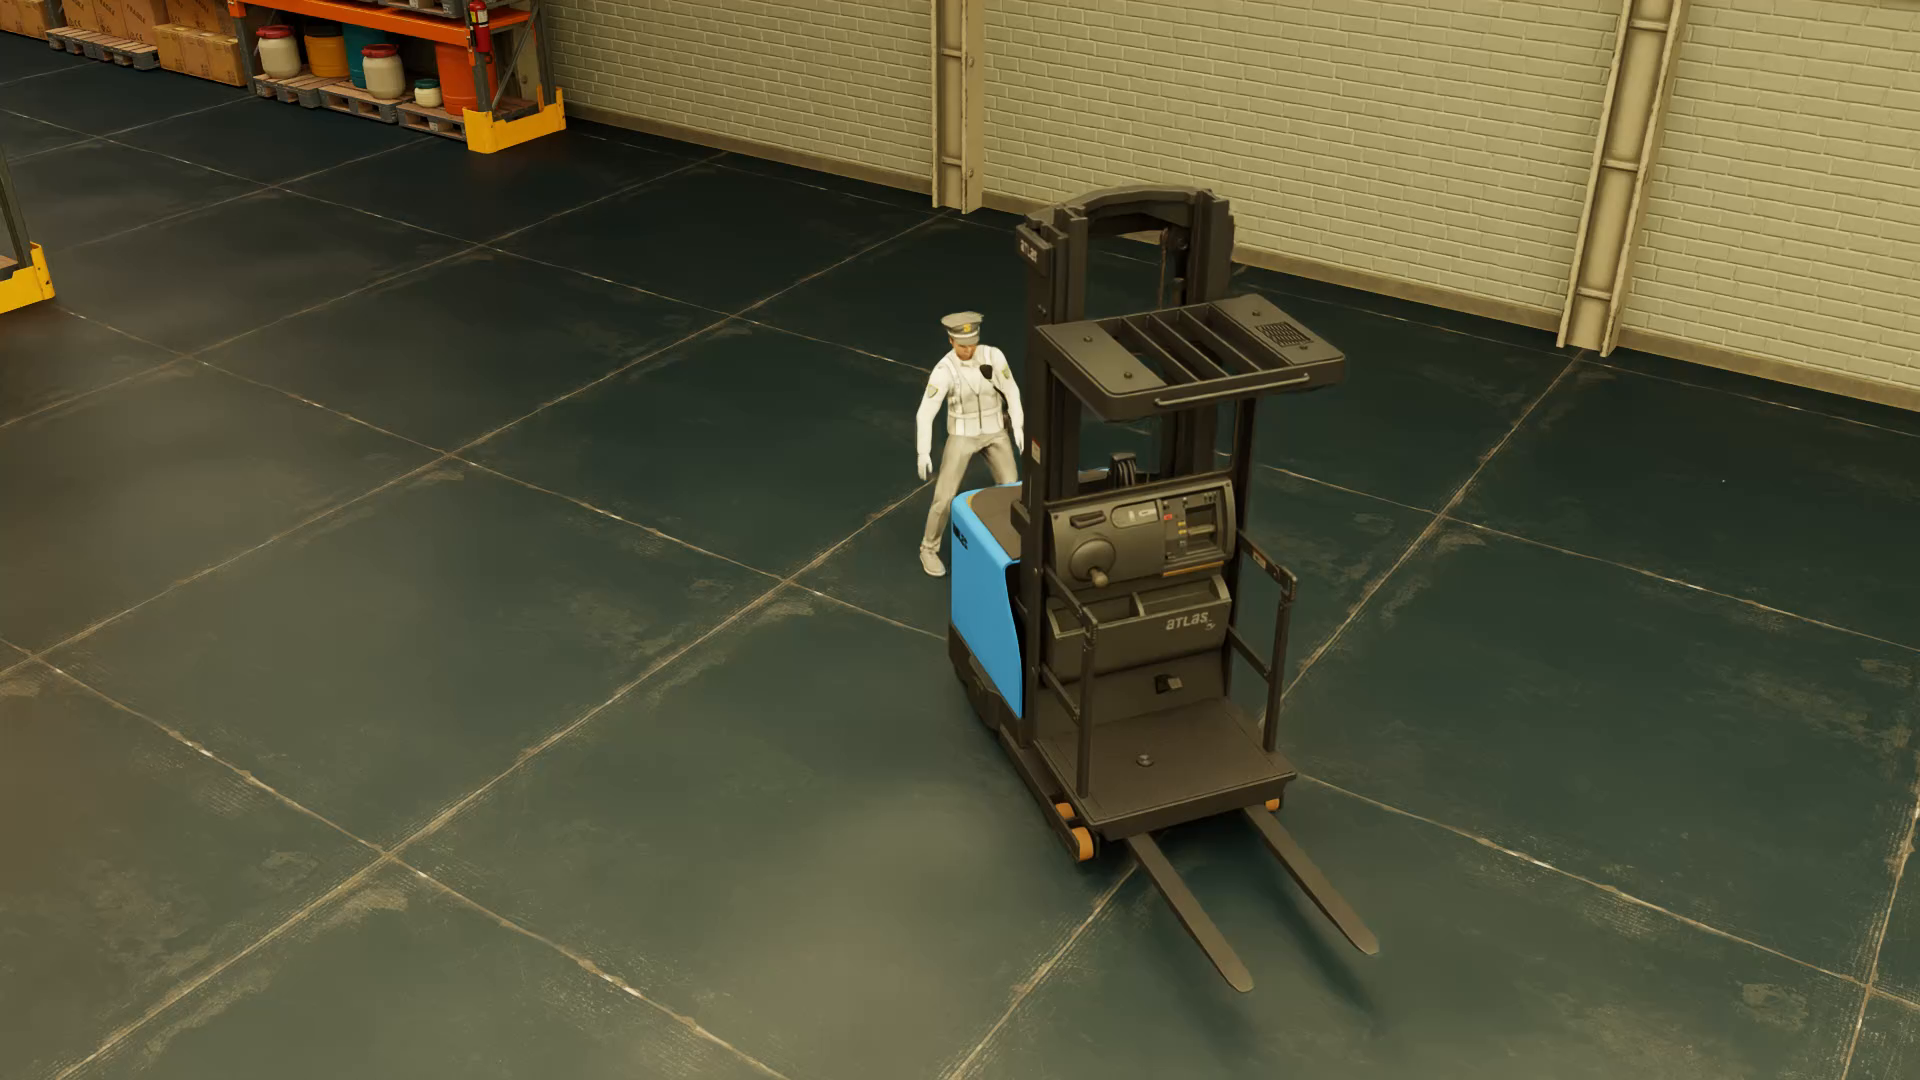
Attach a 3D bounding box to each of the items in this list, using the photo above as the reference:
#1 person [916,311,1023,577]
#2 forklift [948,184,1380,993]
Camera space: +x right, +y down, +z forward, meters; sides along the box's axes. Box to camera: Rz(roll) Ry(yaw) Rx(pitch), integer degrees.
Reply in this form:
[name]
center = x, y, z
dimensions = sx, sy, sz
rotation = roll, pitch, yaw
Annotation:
[person]
center = 0.052, -0.596, 9.953
dimensions = 0.687, 1.569, 0.498
rotation = -7, 31, -12
[forklift]
center = 0.934, 0.019, 7.549
dimensions = 1.130, 2.935, 3.031
rotation = -11, 32, -18
